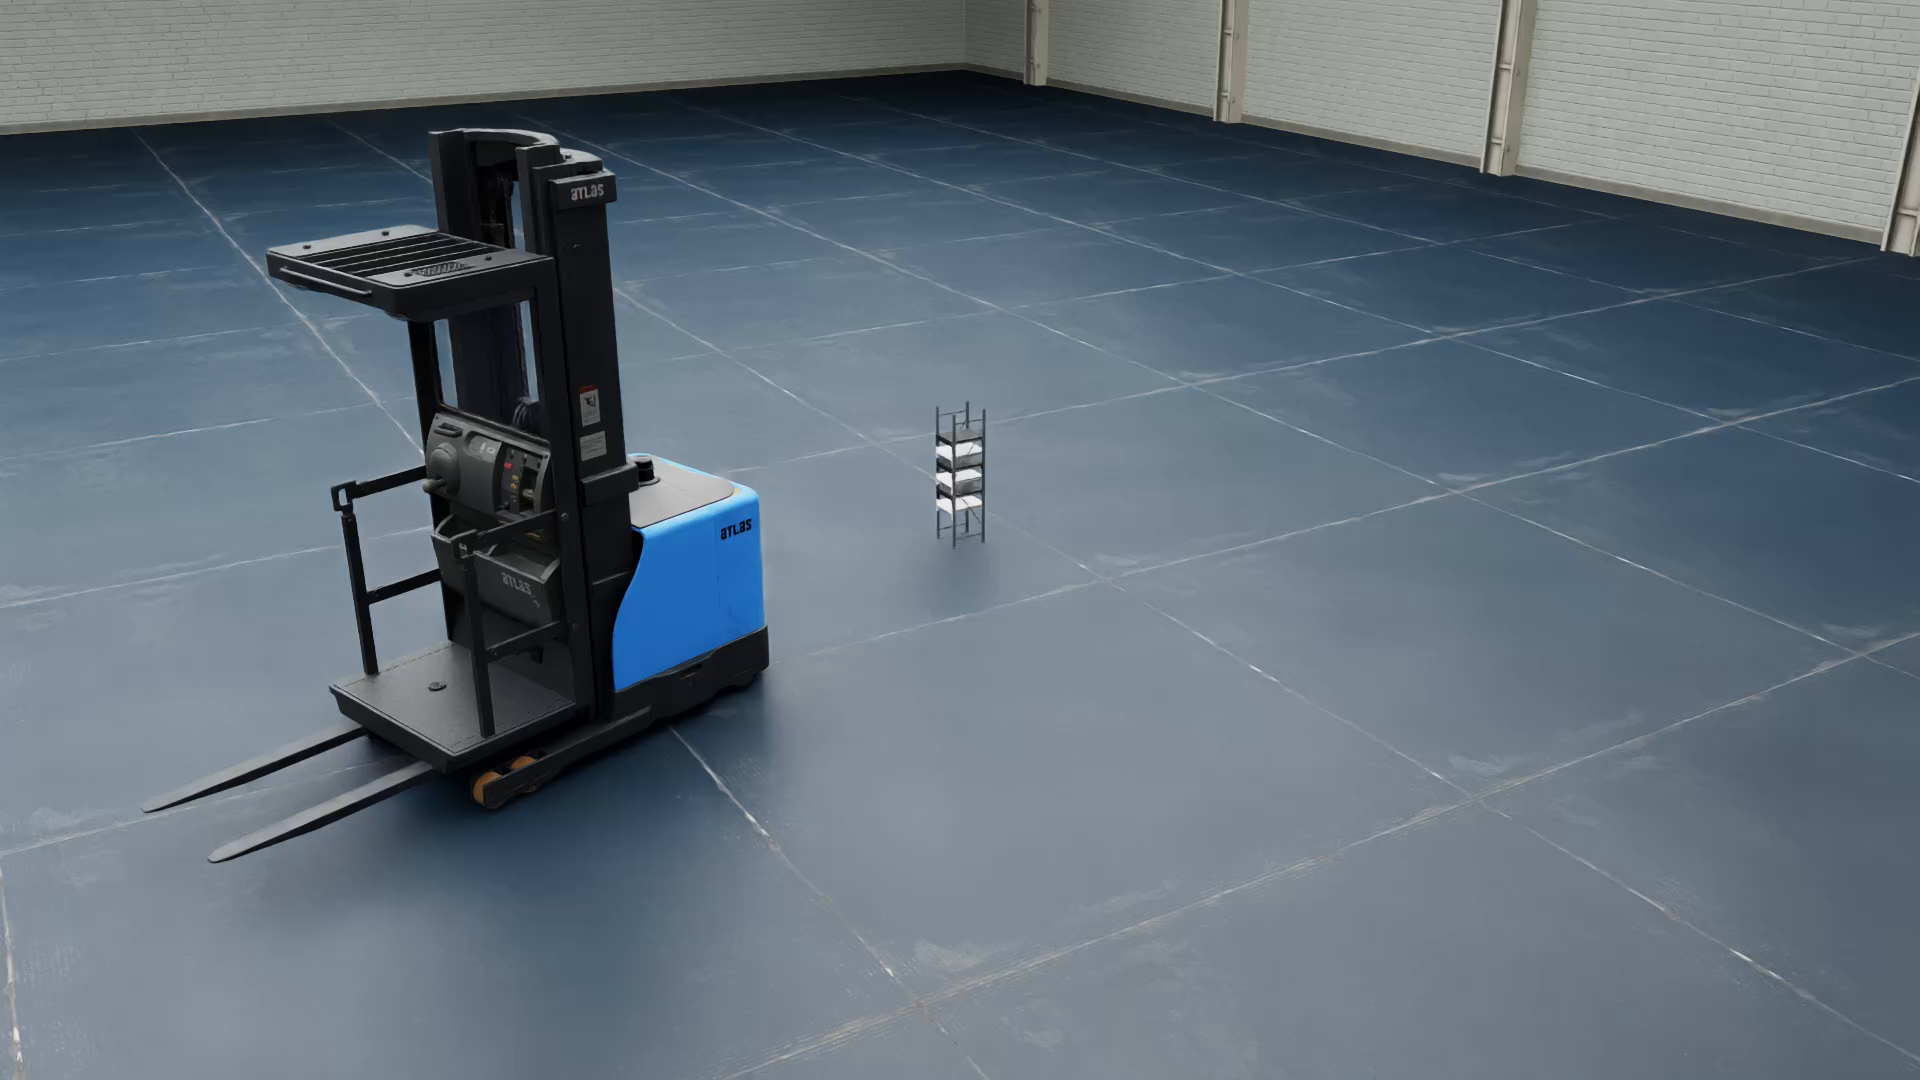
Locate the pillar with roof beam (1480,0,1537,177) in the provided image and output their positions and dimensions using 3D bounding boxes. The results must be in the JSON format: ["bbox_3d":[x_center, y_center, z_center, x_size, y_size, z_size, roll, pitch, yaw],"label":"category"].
[{"bbox_3d":[3.933,-8.545,19.883,9.100,9.000,0.400,-13,25,-28],"label":"pillar with roof beam"}]

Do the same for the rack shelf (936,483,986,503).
[{"bbox_3d":[0.004,-0.300,10.682,0.258,0.077,0.200,-13,25,-28],"label":"rack shelf"}]

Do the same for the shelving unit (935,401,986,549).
[{"bbox_3d":[0.004,-0.414,10.636,0.258,0.900,0.210,-13,25,-28],"label":"shelving unit"}]

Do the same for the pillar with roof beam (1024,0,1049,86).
[{"bbox_3d":[-2.197,-12.429,29.440,9.100,9.000,0.400,-13,25,-28],"label":"pillar with roof beam"}]

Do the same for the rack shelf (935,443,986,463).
[{"bbox_3d":[0.004,-0.550,10.580,0.258,0.077,0.200,-13,25,-28],"label":"rack shelf"}]

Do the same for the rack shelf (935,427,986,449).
[{"bbox_3d":[0.004,-0.633,10.546,0.258,0.077,0.200,-13,25,-28],"label":"rack shelf"}]

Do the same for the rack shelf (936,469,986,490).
[{"bbox_3d":[0.004,-0.383,10.648,0.258,0.077,0.200,-13,25,-28],"label":"rack shelf"}]

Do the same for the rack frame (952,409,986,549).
[{"bbox_3d":[0.056,-0.381,10.555,0.240,0.900,0.006,-13,25,-28],"label":"rack frame"}]

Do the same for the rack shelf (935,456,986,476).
[{"bbox_3d":[0.004,-0.467,10.614,0.258,0.077,0.200,-13,25,-28],"label":"rack shelf"}]

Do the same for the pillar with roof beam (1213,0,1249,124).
[{"bbox_3d":[0.868,-10.487,24.661,9.100,9.000,0.400,-13,25,-28],"label":"pillar with roof beam"}]

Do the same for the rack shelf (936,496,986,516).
[{"bbox_3d":[0.004,-0.217,10.716,0.258,0.077,0.200,-13,25,-28],"label":"rack shelf"}]

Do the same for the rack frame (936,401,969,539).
[{"bbox_3d":[-0.048,-0.447,10.717,0.240,0.900,0.006,-13,25,-28],"label":"rack frame"}]

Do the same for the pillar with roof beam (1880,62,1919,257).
[{"bbox_3d":[6.998,-6.602,15.104,9.100,9.000,0.400,-13,25,-28],"label":"pillar with roof beam"}]

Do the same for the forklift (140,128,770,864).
[{"bbox_3d":[-2.370,-0.322,7.712,1.130,2.935,3.031,18,28,37],"label":"forklift"}]
